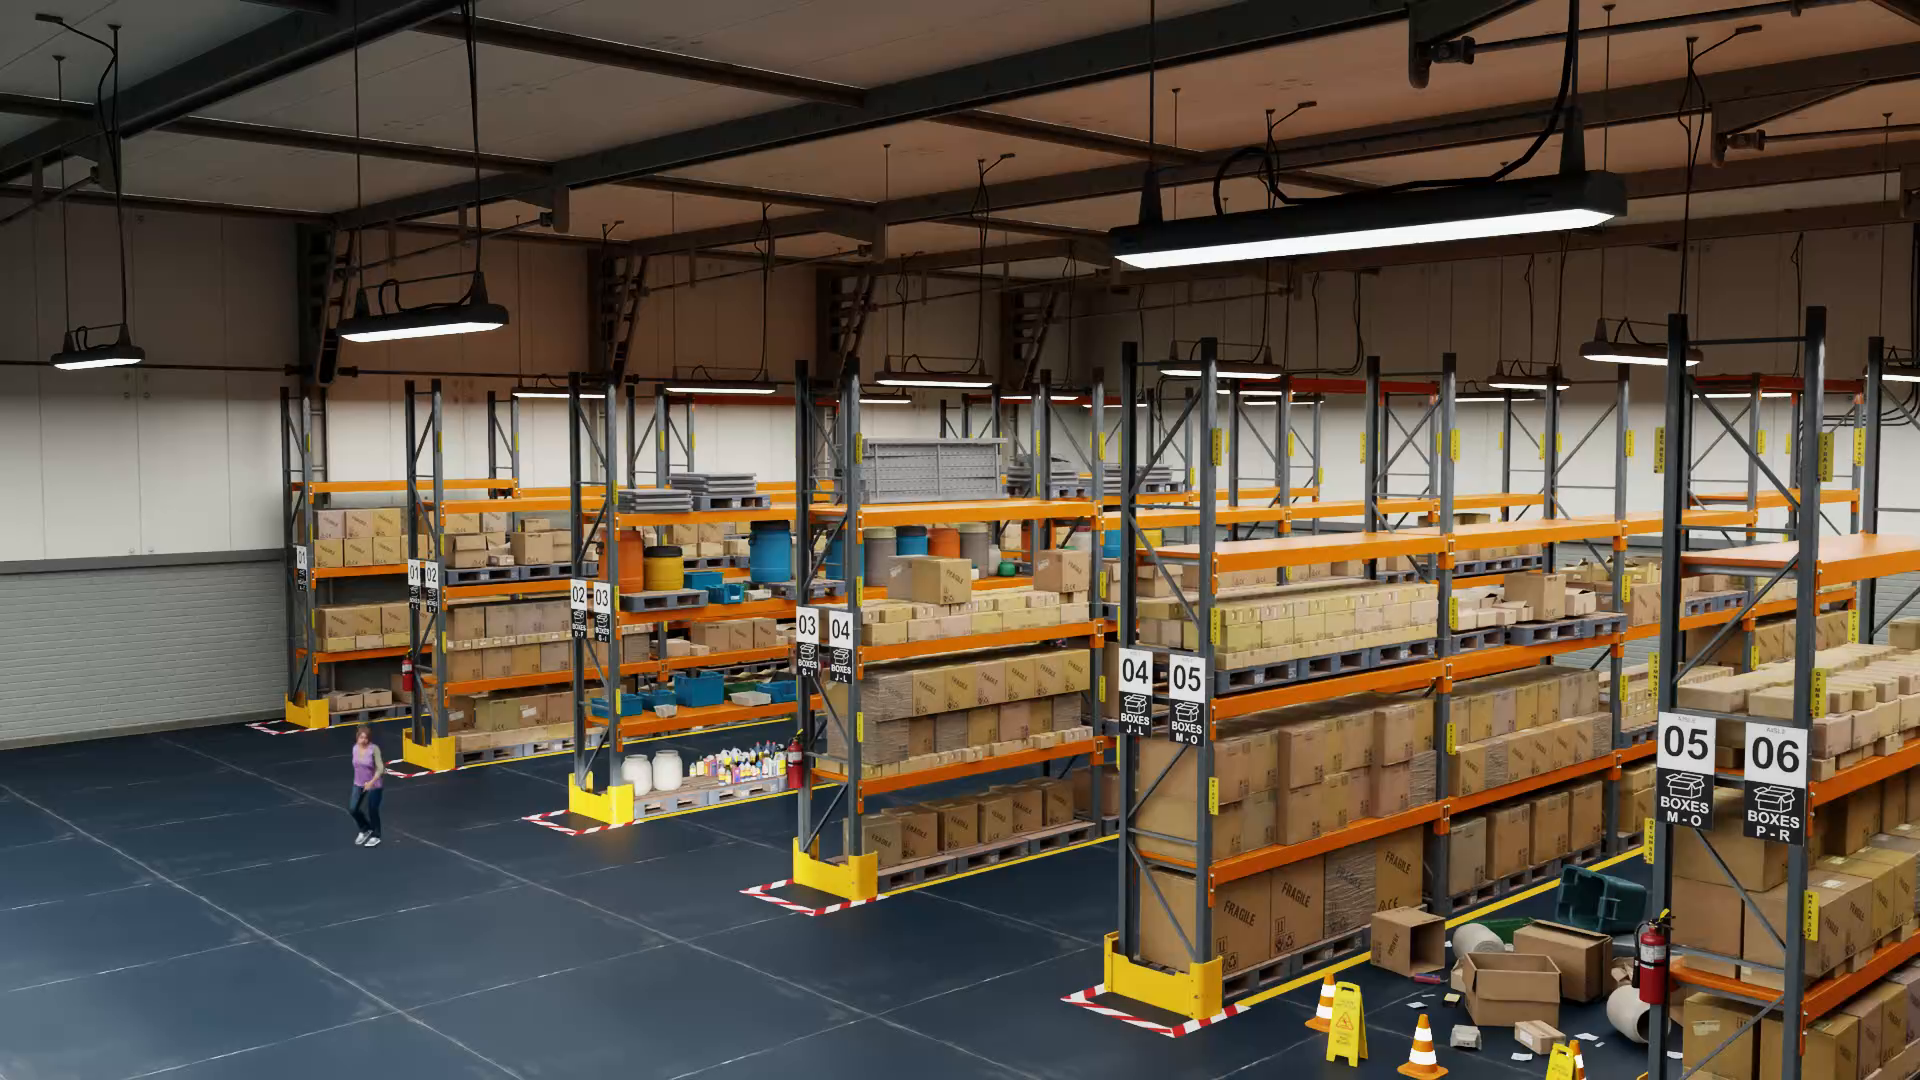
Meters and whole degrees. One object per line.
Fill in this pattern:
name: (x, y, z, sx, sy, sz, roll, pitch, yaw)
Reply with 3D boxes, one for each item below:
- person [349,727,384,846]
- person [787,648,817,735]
person: (-7.354, 3.072, 20.608, 0.521, 1.555, 0.760, 0, 4, 4)
person: (-2.643, 2.578, 27.867, 0.619, 1.578, 0.561, -2, 4, -34)
